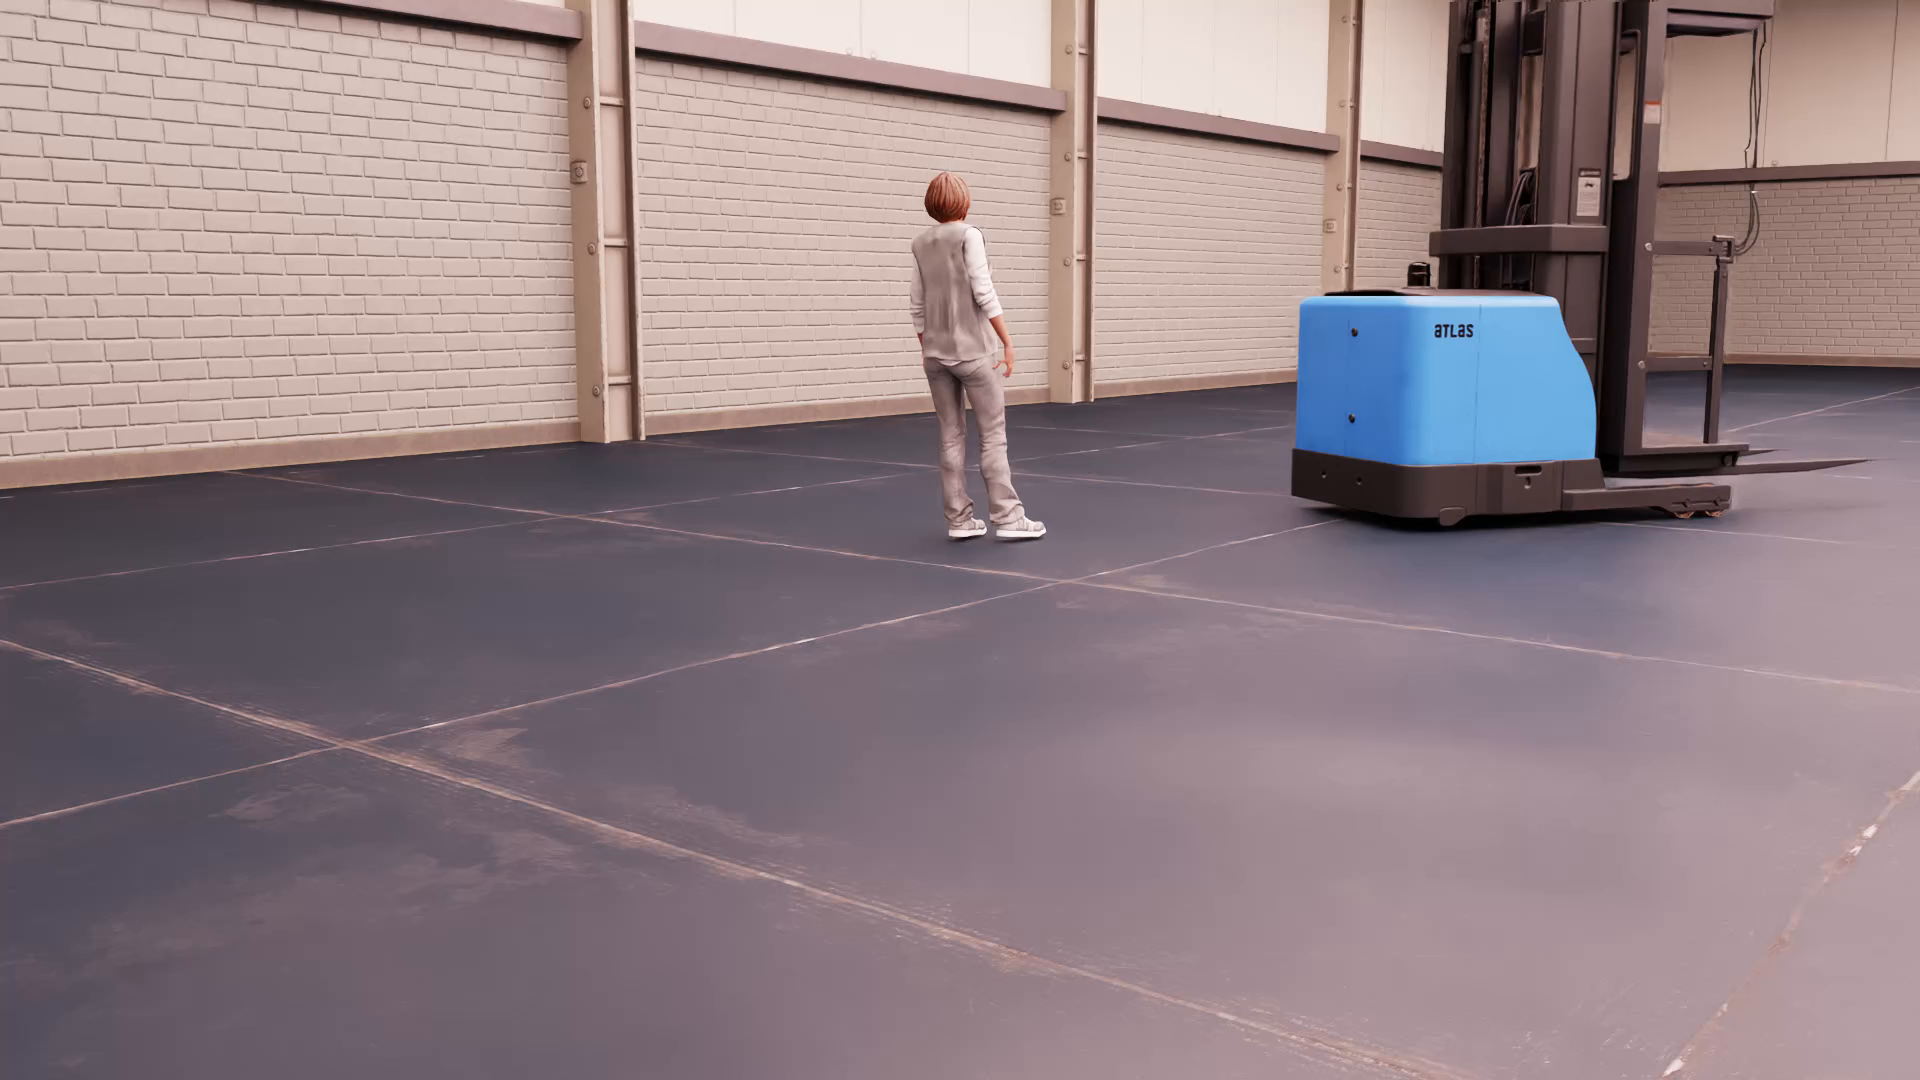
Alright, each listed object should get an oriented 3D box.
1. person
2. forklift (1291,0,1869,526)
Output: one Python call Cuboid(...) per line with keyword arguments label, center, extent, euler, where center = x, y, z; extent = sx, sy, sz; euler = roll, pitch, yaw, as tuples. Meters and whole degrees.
Cuboid(label="person", center=(0.058, -0.804, 7.337), extent=(0.521, 1.599, 0.473), euler=(7, 11, 38))
Cuboid(label="forklift", center=(3.257, -1.621, 8.357), extent=(3.031, 2.935, 1.130), euler=(-3, 9, -20))
